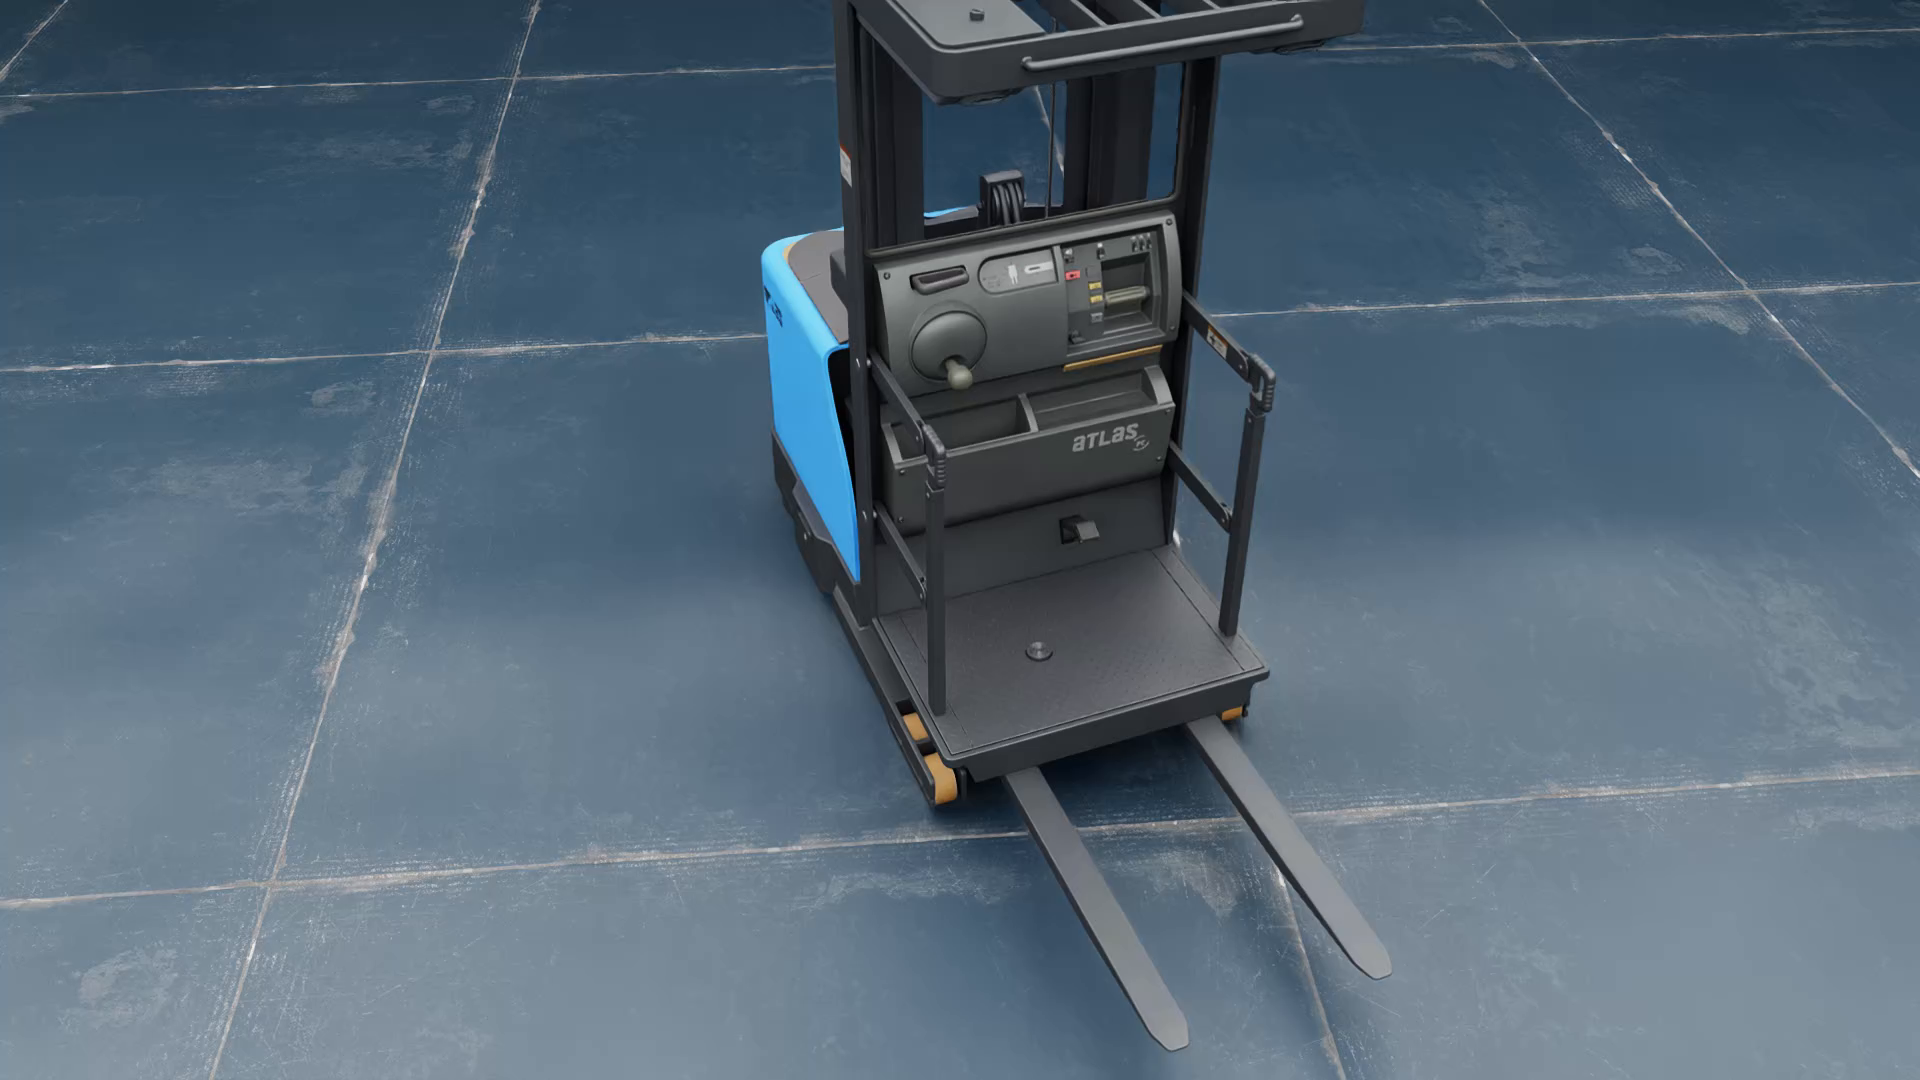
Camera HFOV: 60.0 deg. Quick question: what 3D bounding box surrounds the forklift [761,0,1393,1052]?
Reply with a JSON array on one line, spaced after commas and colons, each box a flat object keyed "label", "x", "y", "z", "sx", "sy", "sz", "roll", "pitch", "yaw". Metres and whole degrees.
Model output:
[{"label": "forklift", "x": 0.294, "y": -0.620, "z": 4.669, "sx": 1.130, "sy": 2.935, "sz": 3.031, "roll": -14, "pitch": 40, "yaw": -17}]
